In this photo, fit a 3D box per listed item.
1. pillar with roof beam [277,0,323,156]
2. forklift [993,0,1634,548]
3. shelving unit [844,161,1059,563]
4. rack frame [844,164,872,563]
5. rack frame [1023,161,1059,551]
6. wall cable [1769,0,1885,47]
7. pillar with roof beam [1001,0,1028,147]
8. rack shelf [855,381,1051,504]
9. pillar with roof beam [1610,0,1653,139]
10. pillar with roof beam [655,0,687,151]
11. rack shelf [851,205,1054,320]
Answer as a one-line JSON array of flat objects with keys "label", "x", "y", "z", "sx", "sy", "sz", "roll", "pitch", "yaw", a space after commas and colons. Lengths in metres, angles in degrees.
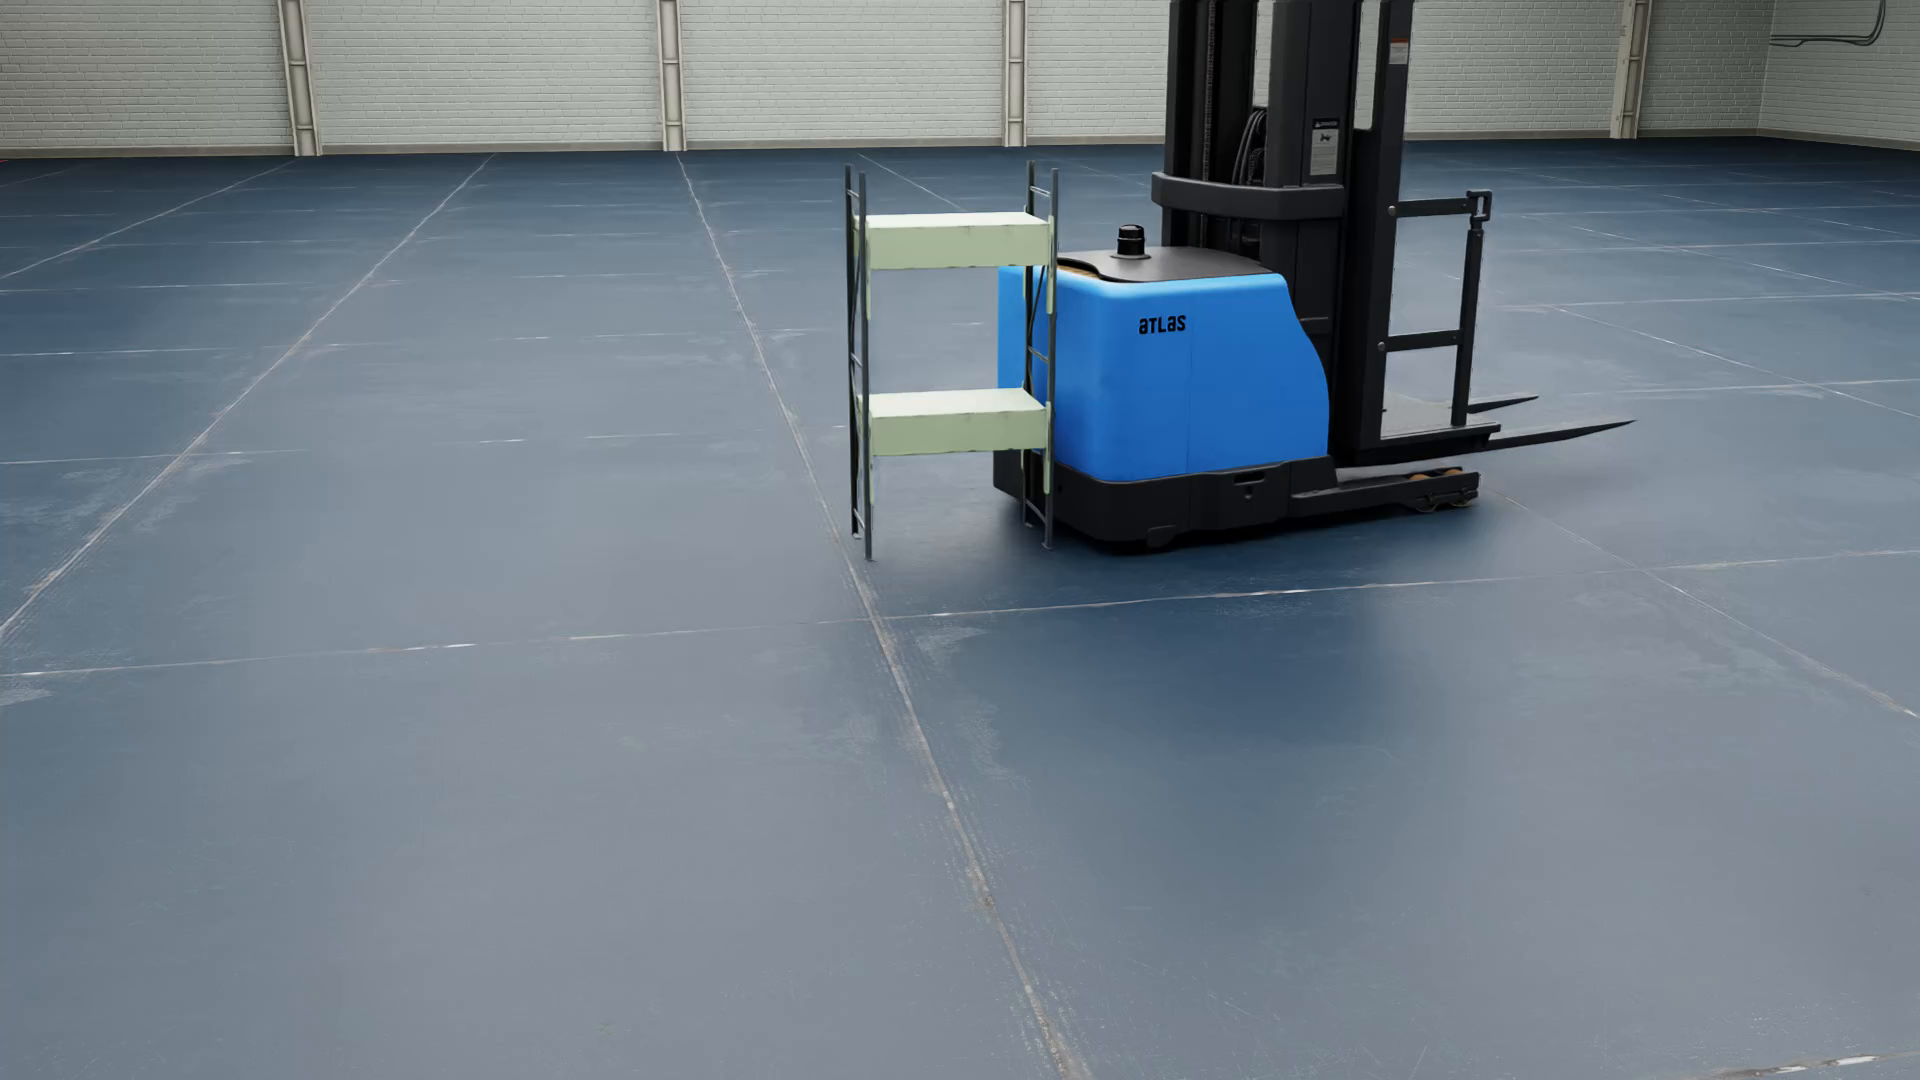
[{"label": "pillar with roof beam", "x": -9.999, "y": -9.456, "z": 22.272, "sx": 0.400, "sy": 9.000, "sz": 9.100, "roll": -3, "pitch": 17, "yaw": -10}, {"label": "forklift", "x": 1.701, "y": -1.648, "z": 7.184, "sx": 3.031, "sy": 2.935, "sz": 1.130, "roll": -8, "pitch": 19, "yaw": -25}, {"label": "shelving unit", "x": -0.040, "y": -0.709, "z": 6.566, "sx": 0.755, "sy": 1.500, "sz": 0.431, "roll": -4, "pitch": 17, "yaw": -11}, {"label": "rack frame", "x": -0.398, "y": -0.687, "z": 6.493, "sx": 0.023, "sy": 1.500, "sz": 0.400, "roll": -4, "pitch": 17, "yaw": -11}, {"label": "rack frame", "x": 0.318, "y": -0.731, "z": 6.638, "sx": 0.023, "sy": 1.500, "sz": 0.400, "roll": -4, "pitch": 17, "yaw": -11}, {"label": "wall cable", "x": 15.892, "y": -10.332, "z": 30.413, "sx": 0.112, "sy": 2.526, "sz": 3.097, "roll": -3, "pitch": 17, "yaw": -10}, {"label": "pillar with roof beam", "x": 1.783, "y": -10.124, "z": 24.448, "sx": 0.400, "sy": 9.000, "sz": 9.100, "roll": -3, "pitch": 17, "yaw": -10}, {"label": "rack shelf", "x": -0.040, "y": -0.397, "z": 6.661, "sx": 0.720, "sy": 0.370, "sz": 0.431, "roll": -4, "pitch": 17, "yaw": -11}, {"label": "pillar with roof beam", "x": 13.565, "y": -10.793, "z": 26.624, "sx": 0.400, "sy": 9.000, "sz": 9.100, "roll": -3, "pitch": 17, "yaw": -10}, {"label": "pillar with roof beam", "x": -4.108, "y": -9.790, "z": 23.360, "sx": 0.400, "sy": 9.000, "sz": 9.100, "roll": -3, "pitch": 17, "yaw": -10}, {"label": "rack shelf", "x": -0.040, "y": -1.082, "z": 6.451, "sx": 0.720, "sy": 0.370, "sz": 0.431, "roll": -4, "pitch": 17, "yaw": -11}]
